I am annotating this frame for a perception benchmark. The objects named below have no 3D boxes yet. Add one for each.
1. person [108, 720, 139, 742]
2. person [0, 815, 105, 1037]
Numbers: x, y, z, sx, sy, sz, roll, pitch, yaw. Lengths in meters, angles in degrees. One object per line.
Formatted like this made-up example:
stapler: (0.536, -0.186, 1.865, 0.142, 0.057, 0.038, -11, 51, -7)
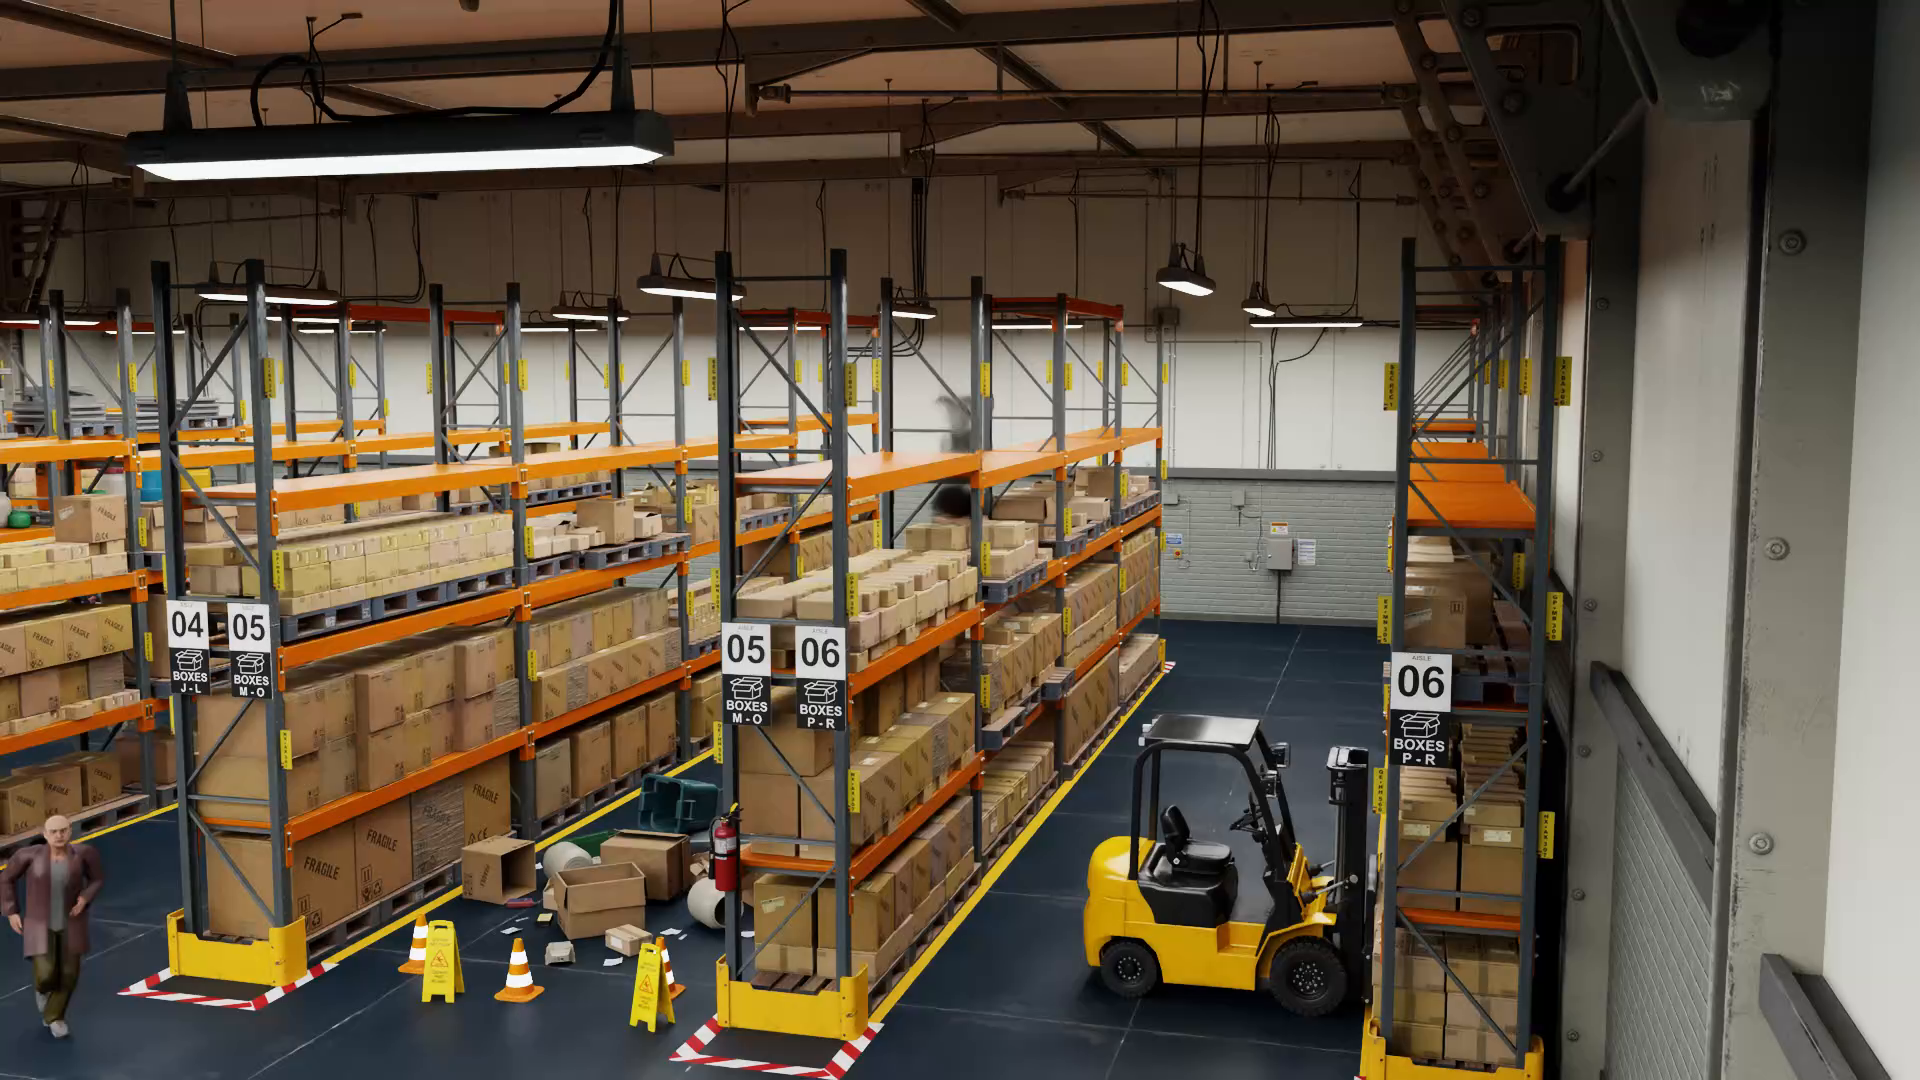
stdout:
person: (-10.943, 2.006, 21.820, 0.697, 1.717, 0.609, 2, 6, 18)
person: (-6.944, 2.963, 12.788, 0.691, 1.729, 0.674, -4, 7, -35)
